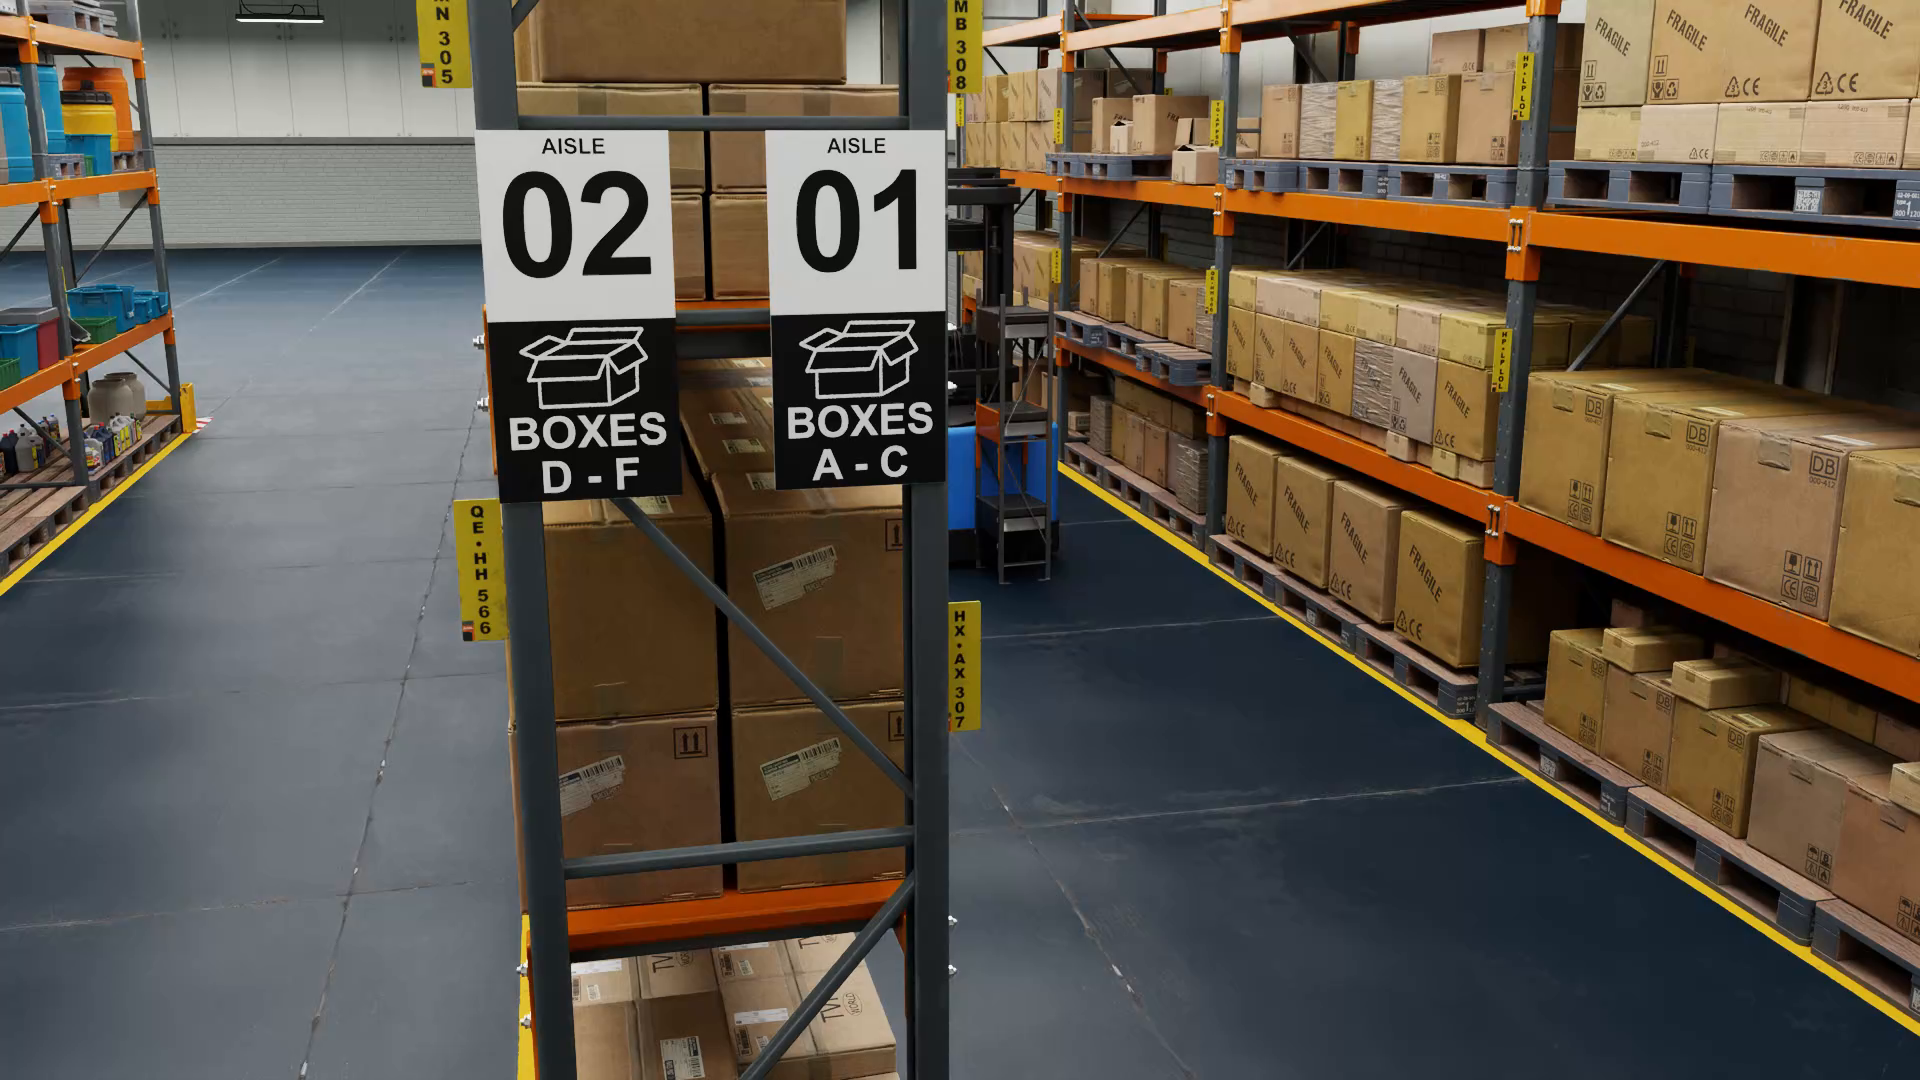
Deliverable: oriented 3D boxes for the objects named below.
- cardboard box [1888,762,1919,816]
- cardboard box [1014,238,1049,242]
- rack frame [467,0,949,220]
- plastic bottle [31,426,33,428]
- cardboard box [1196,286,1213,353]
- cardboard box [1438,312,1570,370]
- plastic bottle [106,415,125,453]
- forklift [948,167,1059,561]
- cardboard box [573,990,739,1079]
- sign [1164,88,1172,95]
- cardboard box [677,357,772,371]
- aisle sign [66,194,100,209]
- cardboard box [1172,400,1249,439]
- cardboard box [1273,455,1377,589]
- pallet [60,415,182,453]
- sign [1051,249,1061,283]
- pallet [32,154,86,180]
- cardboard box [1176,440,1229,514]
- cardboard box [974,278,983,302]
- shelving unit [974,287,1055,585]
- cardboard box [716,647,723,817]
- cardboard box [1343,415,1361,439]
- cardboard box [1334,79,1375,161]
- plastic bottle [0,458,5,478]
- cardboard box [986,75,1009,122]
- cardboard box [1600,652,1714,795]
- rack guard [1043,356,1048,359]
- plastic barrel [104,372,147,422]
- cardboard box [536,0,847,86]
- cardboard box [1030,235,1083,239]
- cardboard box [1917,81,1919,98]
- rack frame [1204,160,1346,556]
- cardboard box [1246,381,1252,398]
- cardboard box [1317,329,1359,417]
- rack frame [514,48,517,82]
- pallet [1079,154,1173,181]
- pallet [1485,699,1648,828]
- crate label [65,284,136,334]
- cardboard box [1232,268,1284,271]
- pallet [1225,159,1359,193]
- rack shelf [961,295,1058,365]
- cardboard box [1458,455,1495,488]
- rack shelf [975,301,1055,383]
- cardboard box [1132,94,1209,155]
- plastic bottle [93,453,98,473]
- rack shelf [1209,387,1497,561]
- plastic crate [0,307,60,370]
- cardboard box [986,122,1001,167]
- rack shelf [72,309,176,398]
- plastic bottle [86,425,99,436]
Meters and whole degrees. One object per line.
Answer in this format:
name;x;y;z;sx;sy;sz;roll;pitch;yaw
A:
cardboard box;3.758;0.942;6.265;0.380;0.149;0.250;-3;14;-12
cardboard box;0.705;-3.031;18.209;0.500;0.500;0.500;-3;14;-11
rack frame;-0.526;-2.156;3.291;1.000;3.000;0.127;-3;14;-13
plastic bottle;-8.825;-0.961;15.863;0.097;0.271;0.097;0;14;0
cardboard box;2.289;-1.734;13.068;0.700;0.500;0.500;-5;15;-20
cardboard box;2.990;-1.102;9.158;0.500;0.250;0.500;-3;14;-12
plastic bottle;-8.091;-1.013;15.906;0.144;0.351;0.185;-3;14;-14
forklift;-0.207;-1.563;13.651;1.130;2.935;3.031;-5;15;-19
cardboard box;-0.894;1.647;4.705;0.500;0.500;0.500;-3;14;-13
sign;2.008;-4.218;16.134;0.100;0.325;0.005;-3;14;-13
cardboard box;-0.972;-0.478;6.748;0.500;0.500;0.500;-4;14;-14
aisle sign;-9.401;-3.921;17.677;0.394;0.787;0.004;-3;14;-13
cardboard box;2.116;-1.026;14.067;0.500;0.250;0.500;-3;14;-12
cardboard box;2.654;-0.145;11.343;0.750;0.750;0.750;-3;14;-13
pallet;-8.851;-1.100;17.486;1.003;0.211;1.213;-3;14;-13
sign;0.944;-2.675;16.234;0.100;0.325;0.005;-3;14;-13
pallet;-8.425;-3.261;14.533;1.213;0.211;1.003;-3;14;-13
cardboard box;2.189;-0.527;13.603;0.700;0.500;0.500;-3;14;-12
cardboard box;0.472;-2.897;19.240;0.500;0.250;0.500;-4;14;-15
shelving unit;0.389;-0.763;12.125;0.431;2.100;0.503;-5;15;-19
cardboard box;-0.501;0.474;4.956;0.500;0.500;0.500;-3;14;-14
cardboard box;2.687;-0.749;10.659;0.380;0.149;0.250;-3;14;-11
cardboard box;2.872;-2.727;10.812;0.700;0.500;0.500;-3;14;-10
plastic bottle;-8.548;-0.655;14.759;0.097;0.201;0.097;0;14;0
cardboard box;0.584;-4.872;18.370;0.500;0.500;0.500;-3;14;-12
cardboard box;3.539;0.863;7.956;0.700;0.500;0.500;-3;14;-14
rack guard;0.548;-1.978;20.470;1.175;0.500;0.348;-3;14;-13
plastic barrel;-8.871;-1.505;17.626;0.421;0.512;0.421;0;14;0
cardboard box;-0.663;-1.351;3.998;0.700;0.500;0.500;-3;14;-13
cardboard box;1.082;-3.178;18.810;0.500;0.500;0.500;-4;14;-15
cardboard box;3.744;-1.789;5.752;0.500;0.500;0.500;-3;14;-11
rack frame;2.409;-1.364;12.691;1.000;3.000;0.127;-3;14;-13
cardboard box;2.312;-1.104;12.114;0.380;0.149;0.250;-3;14;-12
cardboard box;2.634;-1.085;10.669;0.500;0.500;0.500;-3;14;-12
rack frame;-1.466;-3.079;7.068;1.000;3.000;0.127;-3;14;-13
pallet;1.758;-3.265;14.548;1.213;0.211;1.003;-3;14;-13
pallet;3.451;1.093;8.509;1.003;0.211;1.213;-3;14;-13
crate label;-8.405;-2.265;16.304;0.502;0.435;0.616;-3;14;-13
cardboard box;2.299;-2.019;12.868;0.380;0.149;0.250;-5;15;-21
pallet;2.612;-2.584;11.761;1.213;0.211;1.003;-3;14;-11
rack shelf;1.000;-2.399;18.442;1.077;0.370;4.000;-3;14;-13
cardboard box;2.994;-0.391;9.196;0.380;0.149;0.250;-3;14;-13
rack shelf;0.389;-1.430;11.962;0.431;0.518;0.480;-5;15;-19
cardboard box;1.810;-3.582;14.351;0.500;0.500;0.500;-4;14;-15
plastic bottle;-7.833;-0.710;14.984;0.097;0.201;0.097;0;14;0
rack shelf;2.879;-0.553;10.887;1.077;0.370;4.000;-3;14;-13
plastic crate;-7.749;-1.671;13.812;0.402;0.464;0.583;-3;14;-13
cardboard box;0.583;-4.389;18.497;0.500;0.500;0.500;-3;14;-11
rack shelf;-8.630;-1.847;16.181;1.077;0.370;4.000;-3;14;-13
plastic bottle;-8.229;-0.962;15.857;0.152;0.276;0.135;-3;14;-13
